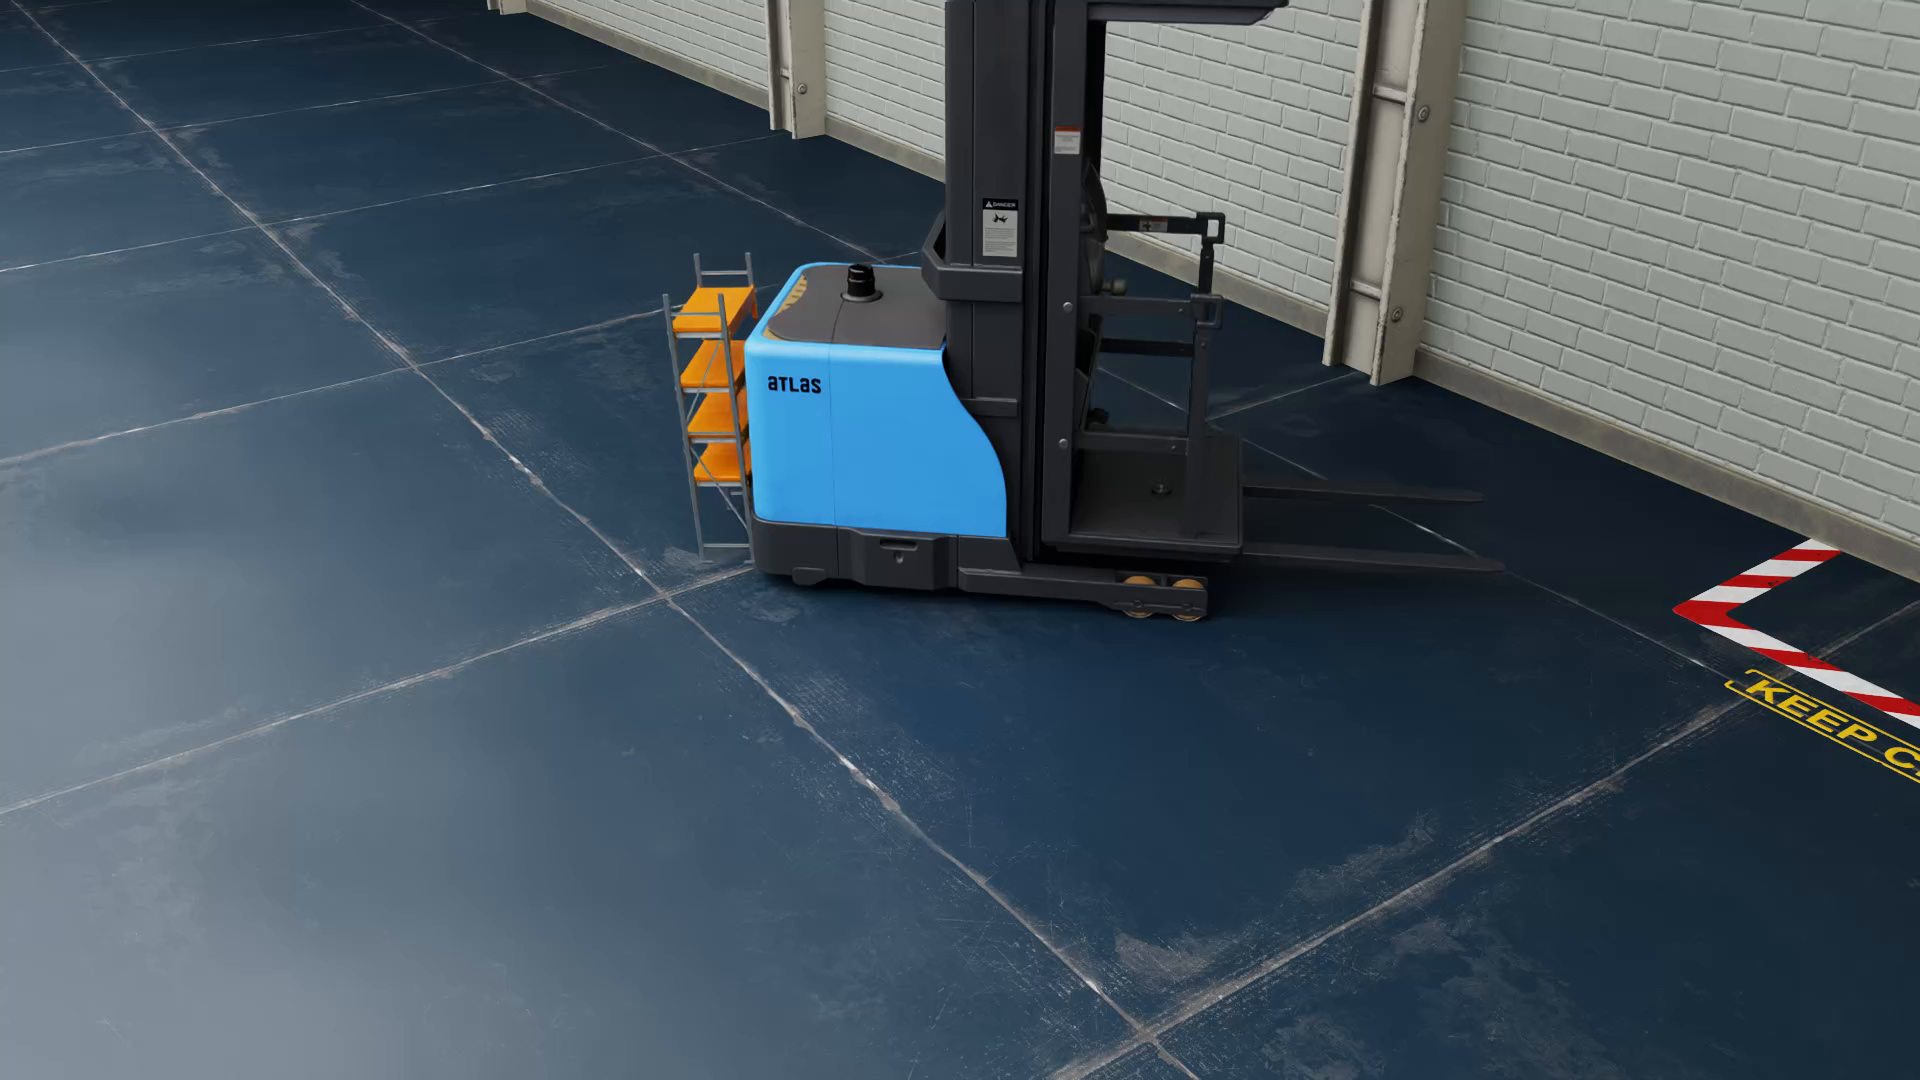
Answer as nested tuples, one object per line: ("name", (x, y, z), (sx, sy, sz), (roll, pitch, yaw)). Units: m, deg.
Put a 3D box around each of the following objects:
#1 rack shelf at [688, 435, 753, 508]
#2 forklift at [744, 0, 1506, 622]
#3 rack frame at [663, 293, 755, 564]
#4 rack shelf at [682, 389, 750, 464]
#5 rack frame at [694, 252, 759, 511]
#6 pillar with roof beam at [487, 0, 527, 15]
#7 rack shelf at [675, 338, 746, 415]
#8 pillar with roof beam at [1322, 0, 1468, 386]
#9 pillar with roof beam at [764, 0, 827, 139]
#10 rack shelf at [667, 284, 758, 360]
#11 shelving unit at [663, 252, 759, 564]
("rack shelf", (-0.972, -0.314, 7.114), (0.258, 0.148, 0.480), (0, 28, 7))
("forklift", (0.705, -1.234, 6.451), (3.031, 2.935, 1.130), (4, 29, 7))
("rack frame", (-1.012, -0.433, 6.775), (0.240, 1.200, 0.015), (0, 28, 7))
("rack shelf", (-0.982, -0.489, 7.020), (0.258, 0.148, 0.480), (0, 28, 7))
("rack frame", (-0.959, -0.664, 7.202), (0.240, 1.200, 0.015), (0, 28, 7))
("pillar with roof beam", (-8.266, -8.354, 13.203), (9.100, 9.000, 0.400), (-19, 34, -31))
("rack shelf", (-0.994, -0.686, 6.915), (0.258, 0.148, 0.480), (0, 28, 7))
("pillar with roof beam", (-1.306, -3.689, 4.613), (9.100, 9.000, 0.400), (-19, 34, -31))
("pillar with roof beam", (-4.786, -6.021, 8.908), (9.100, 9.000, 0.400), (-19, 34, -31))
("rack shelf", (-1.006, -0.894, 6.803), (0.258, 0.148, 0.480), (0, 28, 7))
("shelving unit", (-0.985, -0.548, 6.988), (0.258, 1.200, 0.503), (0, 28, 7))
